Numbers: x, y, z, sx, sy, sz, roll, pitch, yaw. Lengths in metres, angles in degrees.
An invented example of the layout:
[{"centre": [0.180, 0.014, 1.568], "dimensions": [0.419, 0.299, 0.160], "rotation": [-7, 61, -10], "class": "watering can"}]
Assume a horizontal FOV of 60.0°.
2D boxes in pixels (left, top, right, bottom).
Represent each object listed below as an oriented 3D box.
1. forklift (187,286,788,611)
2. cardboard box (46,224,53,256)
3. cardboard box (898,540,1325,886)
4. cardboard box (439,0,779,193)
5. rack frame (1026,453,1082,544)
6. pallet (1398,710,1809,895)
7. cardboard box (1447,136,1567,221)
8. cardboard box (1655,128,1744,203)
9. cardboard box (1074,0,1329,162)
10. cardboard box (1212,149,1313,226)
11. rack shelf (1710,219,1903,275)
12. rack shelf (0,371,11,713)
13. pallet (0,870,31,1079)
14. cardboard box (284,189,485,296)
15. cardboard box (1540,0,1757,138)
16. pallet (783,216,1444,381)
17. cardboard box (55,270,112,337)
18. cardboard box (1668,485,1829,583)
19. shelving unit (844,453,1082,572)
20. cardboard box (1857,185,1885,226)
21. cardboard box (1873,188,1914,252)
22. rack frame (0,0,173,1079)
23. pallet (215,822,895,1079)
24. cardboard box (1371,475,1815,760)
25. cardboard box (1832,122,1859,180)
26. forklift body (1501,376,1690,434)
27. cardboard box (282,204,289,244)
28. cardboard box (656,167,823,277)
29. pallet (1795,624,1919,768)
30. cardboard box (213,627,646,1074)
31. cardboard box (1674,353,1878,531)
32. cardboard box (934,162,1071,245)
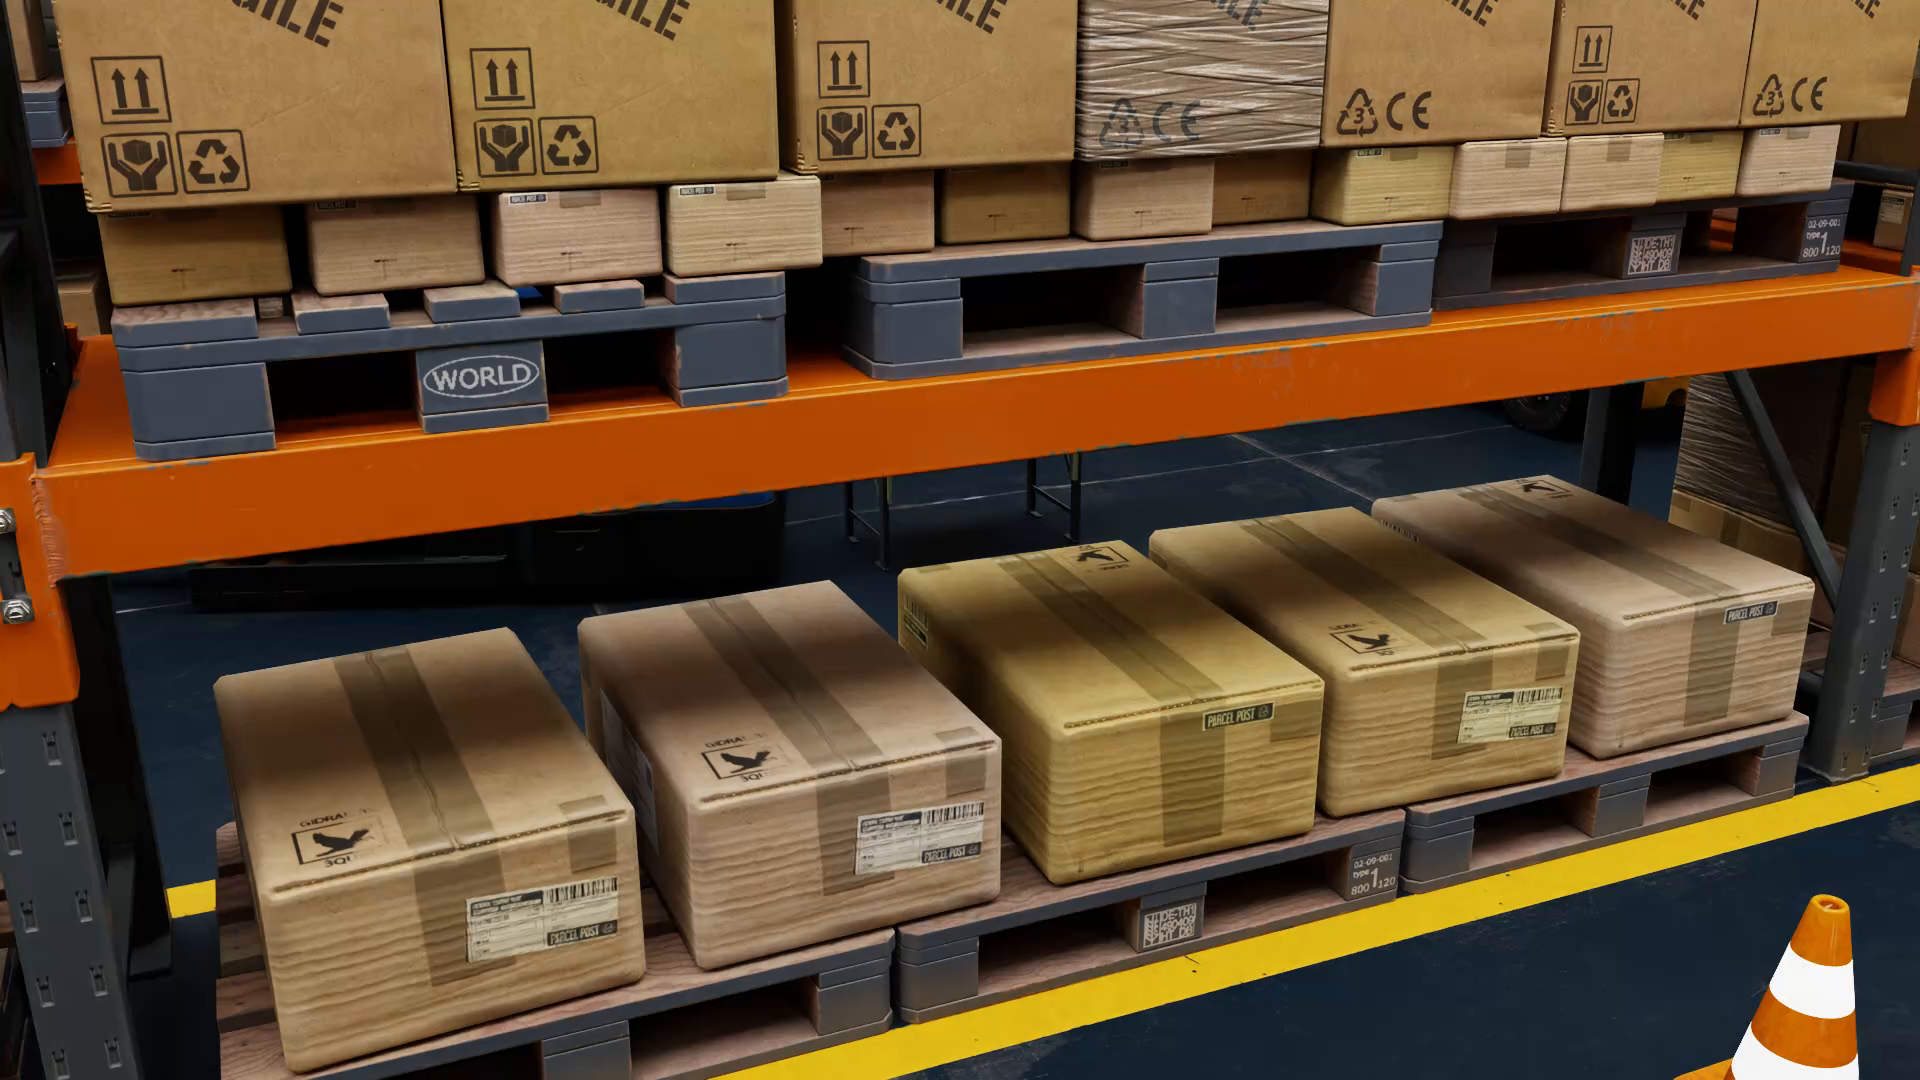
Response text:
[{"centre": [-2.143, -1.336, 5.402], "dimensions": [3.031, 2.935, 1.130], "rotation": [-1, 19, -4], "class": "forklift"}, {"centre": [-4.162, -1.285, 7.309], "dimensions": [0.250, 0.149, 0.380], "rotation": [-7, 21, -19], "class": "cardboard box"}, {"centre": [0.305, 0.352, 3.829], "dimensions": [0.625, 0.372, 0.950], "rotation": [-7, 21, -20], "class": "cardboard box"}, {"centre": [-0.610, -0.865, 2.732], "dimensions": [0.500, 0.500, 0.500], "rotation": [-7, 21, -19], "class": "cardboard box"}, {"centre": [0.342, -0.756, 5.912], "dimensions": [0.023, 1.500, 0.400], "rotation": [-8, 21, -22], "class": "rack frame"}, {"centre": [1.368, 0.472, 4.365], "dimensions": [1.213, 0.211, 1.003], "rotation": [-8, 21, -22], "class": "pallet"}, {"centre": [1.015, -0.765, 3.425], "dimensions": [0.250, 0.149, 0.380], "rotation": [-8, 21, -21], "class": "cardboard box"}, {"centre": [1.470, -0.845, 3.651], "dimensions": [0.250, 0.149, 0.380], "rotation": [-9, 21, -24], "class": "cardboard box"}, {"centre": [0.337, -1.000, 3.116], "dimensions": [0.500, 0.500, 0.500], "rotation": [-9, 21, -24], "class": "cardboard box"}, {"centre": [0.494, -0.741, 3.356], "dimensions": [0.250, 0.149, 0.380], "rotation": [-9, 21, -24], "class": "cardboard box"}, {"centre": [3.919, -0.870, 5.060], "dimensions": [4.000, 0.370, 1.077], "rotation": [-8, 21, -22], "class": "rack shelf"}, {"centre": [-3.427, 0.182, 2.071], "dimensions": [4.000, 0.370, 1.077], "rotation": [-8, 21, -22], "class": "rack shelf"}, {"centre": [-2.344, 0.976, 2.933], "dimensions": [1.213, 0.211, 1.003], "rotation": [-8, 21, -22], "class": "pallet"}, {"centre": [-0.945, -0.513, 2.708], "dimensions": [0.250, 0.149, 0.380], "rotation": [-10, 22, -25], "class": "cardboard box"}, {"centre": [1.294, -1.136, 3.500], "dimensions": [0.500, 0.500, 0.500], "rotation": [-8, 21, -22], "class": "cardboard box"}, {"centre": [0.211, -0.603, 3.506], "dimensions": [1.213, 0.211, 1.003], "rotation": [-8, 21, -22], "class": "pallet"}, {"centre": [-3.863, -0.831, 6.998], "dimensions": [0.500, 0.500, 0.500], "rotation": [-8, 21, -20], "class": "cardboard box"}, {"centre": [2.519, -0.007, 5.034], "dimensions": [0.500, 0.250, 0.500], "rotation": [-7, 21, -19], "class": "cardboard box"}, {"centre": [0.006, -0.708, 5.775], "dimensions": [0.755, 1.500, 0.431], "rotation": [-8, 21, -22], "class": "shelving unit"}, {"centre": [2.483, -0.998, 4.719], "dimensions": [0.250, 0.149, 0.380], "rotation": [-8, 21, -21], "class": "cardboard box"}, {"centre": [2.499, -0.772, 4.075], "dimensions": [0.250, 0.149, 0.380], "rotation": [-8, 21, -22], "class": "cardboard box"}, {"centre": [-1.590, -0.420, 2.699], "dimensions": [0.127, 3.000, 1.000], "rotation": [-8, 21, -22], "class": "rack frame"}, {"centre": [-0.872, 0.793, 3.453], "dimensions": [1.213, 0.211, 1.003], "rotation": [-8, 21, -22], "class": "pallet"}, {"centre": [1.602, 0.165, 4.362], "dimensions": [0.625, 0.372, 0.950], "rotation": [-8, 21, -21], "class": "cardboard box"}, {"centre": [2.392, -1.268, 4.509], "dimensions": [0.500, 0.500, 0.500], "rotation": [-9, 21, -23], "class": "cardboard box"}, {"centre": [2.767, -1.780, 7.838], "dimensions": [1.214, 2.155, 2.313], "rotation": [-8, 21, -22], "class": "forklift body"}, {"centre": [-1.165, -0.672, 3.160], "dimensions": [0.250, 0.149, 0.380], "rotation": [-8, 21, -21], "class": "cardboard box"}, {"centre": [-0.415, -0.565, 2.855], "dimensions": [0.250, 0.149, 0.380], "rotation": [-8, 21, -22], "class": "cardboard box"}, {"centre": [2.685, 0.270, 4.938], "dimensions": [1.213, 0.211, 1.003], "rotation": [-8, 21, -22], "class": "pallet"}, {"centre": [-1.068, 0.550, 3.268], "dimensions": [0.625, 0.372, 0.950], "rotation": [-10, 22, -26], "class": "cardboard box"}, {"centre": [2.519, -0.361, 4.909], "dimensions": [0.500, 0.500, 0.500], "rotation": [-8, 21, -23], "class": "cardboard box"}, {"centre": [0.019, -0.669, 3.152], "dimensions": [0.250, 0.149, 0.380], "rotation": [-7, 21, -20], "class": "cardboard box"}]
